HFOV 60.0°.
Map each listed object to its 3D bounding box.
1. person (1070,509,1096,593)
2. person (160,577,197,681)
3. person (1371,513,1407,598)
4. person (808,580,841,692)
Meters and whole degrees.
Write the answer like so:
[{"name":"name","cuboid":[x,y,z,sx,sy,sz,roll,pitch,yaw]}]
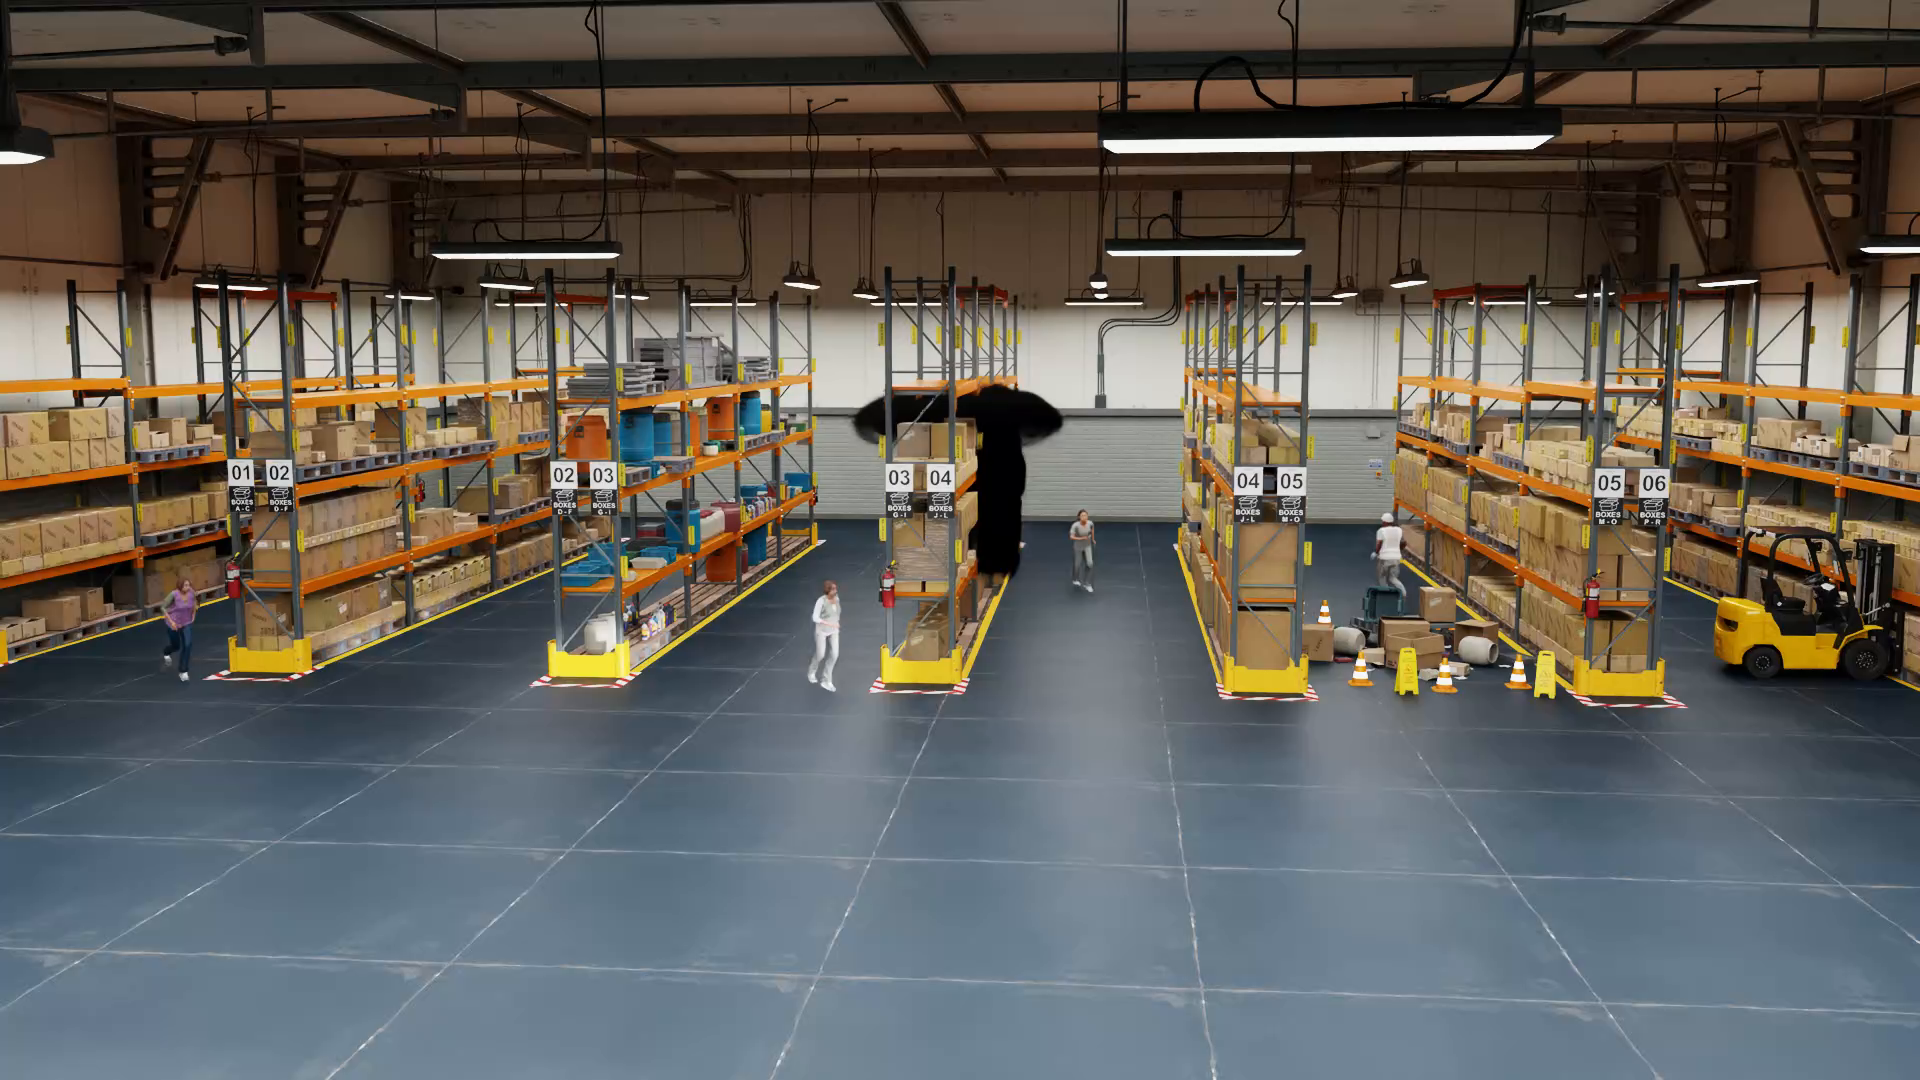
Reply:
[{"name":"person","cuboid":[2.433,0.188,33.032,0.570,1.638,0.946,-1,7,-8]},{"name":"person","cuboid":[-11.590,1.284,24.604,0.873,1.549,0.553,6,9,39]},{"name":"person","cuboid":[8.089,0.374,31.104,0.682,1.733,0.809,-2,7,-14]},{"name":"person","cuboid":[-1.965,1.338,23.838,0.528,1.591,0.722,-5,8,-35]}]
